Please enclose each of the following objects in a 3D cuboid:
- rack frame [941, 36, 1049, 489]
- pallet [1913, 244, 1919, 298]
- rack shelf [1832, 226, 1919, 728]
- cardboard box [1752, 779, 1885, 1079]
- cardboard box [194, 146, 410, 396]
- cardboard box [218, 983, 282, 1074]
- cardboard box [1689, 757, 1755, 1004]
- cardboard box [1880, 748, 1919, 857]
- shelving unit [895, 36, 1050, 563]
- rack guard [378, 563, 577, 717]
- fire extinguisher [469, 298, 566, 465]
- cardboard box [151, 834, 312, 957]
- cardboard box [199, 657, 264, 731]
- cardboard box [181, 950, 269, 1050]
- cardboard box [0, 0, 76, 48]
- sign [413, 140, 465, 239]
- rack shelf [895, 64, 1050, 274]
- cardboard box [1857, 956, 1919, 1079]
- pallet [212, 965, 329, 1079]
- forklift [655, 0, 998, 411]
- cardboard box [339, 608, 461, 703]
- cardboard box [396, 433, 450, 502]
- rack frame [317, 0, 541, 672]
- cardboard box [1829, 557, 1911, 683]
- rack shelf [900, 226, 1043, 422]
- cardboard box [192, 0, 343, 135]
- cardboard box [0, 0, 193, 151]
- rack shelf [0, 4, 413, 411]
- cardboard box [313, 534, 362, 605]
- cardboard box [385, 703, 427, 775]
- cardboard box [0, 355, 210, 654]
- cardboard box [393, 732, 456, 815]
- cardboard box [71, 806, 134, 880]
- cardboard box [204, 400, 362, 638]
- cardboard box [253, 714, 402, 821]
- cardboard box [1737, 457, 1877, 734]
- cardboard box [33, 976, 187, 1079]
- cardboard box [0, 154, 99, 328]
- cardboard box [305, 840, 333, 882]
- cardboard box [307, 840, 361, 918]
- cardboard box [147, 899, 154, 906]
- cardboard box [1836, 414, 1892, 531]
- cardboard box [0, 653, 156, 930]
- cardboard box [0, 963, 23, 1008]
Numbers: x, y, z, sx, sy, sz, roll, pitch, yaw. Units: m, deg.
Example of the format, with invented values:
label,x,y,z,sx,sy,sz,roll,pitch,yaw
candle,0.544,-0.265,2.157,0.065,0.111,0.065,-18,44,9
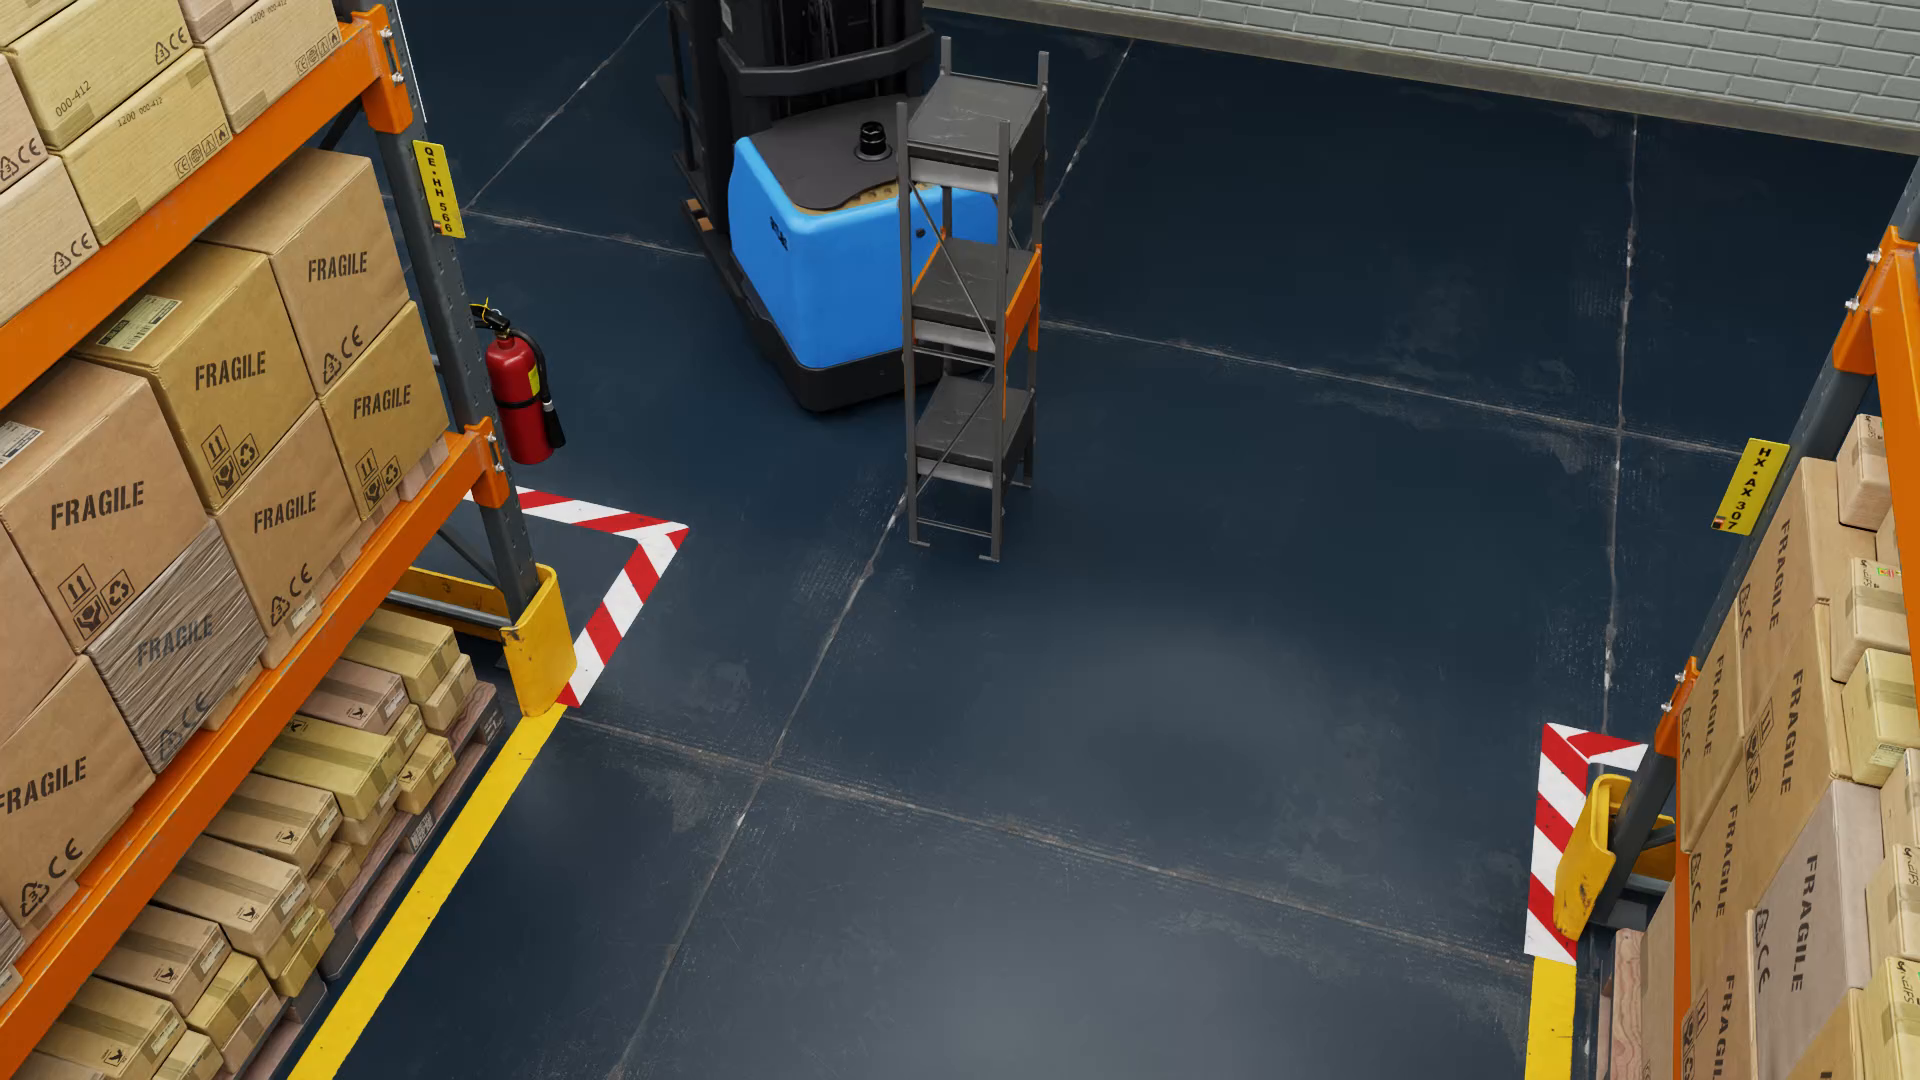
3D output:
label,x,y,z,sx,sy,sz,roll,pitch,yaw
rack frame,0.124,-1.023,6.694,0.400,2.100,0.015,13,46,13
pallet,2.436,-0.225,3.153,1.003,0.211,1.213,13,46,13
rack shelf,2.045,0.837,2.519,1.077,0.370,4.000,13,46,13
cardboard box,1.935,0.876,3.323,0.500,0.500,0.500,12,46,12
cardboard box,-1.999,-0.804,4.827,0.500,0.500,0.500,12,46,12
cardboard box,-2.384,1.481,5.229,0.380,0.149,0.250,13,46,13
cardboard box,2.105,0.885,4.028,0.500,0.500,0.500,12,46,12
cardboard box,1.988,0.576,3.165,0.380,0.149,0.250,13,46,13
shelving unit,0.050,-0.861,6.527,0.431,2.100,0.503,13,46,13
rack guard,-2.121,0.282,6.503,1.175,0.500,0.348,13,46,13
fire extinguisher,-1.582,-0.571,5.910,0.296,0.674,0.183,13,46,13
cardboard box,-2.272,1.106,5.187,0.380,0.149,0.250,14,46,14
cardboard box,-2.263,0.377,4.798,0.380,0.149,0.250,11,45,11
cardboard box,-2.381,1.374,5.125,0.380,0.149,0.250,15,46,15
cardboard box,-2.140,-1.204,3.555,0.380,0.149,0.250,13,46,13
sign,-1.575,-1.058,5.032,0.100,0.325,0.005,13,46,13
rack shelf,0.050,-1.351,6.047,0.431,0.518,0.480,13,46,13
cardboard box,1.769,0.897,2.838,0.380,0.149,0.250,12,46,12
pallet,-2.772,1.730,5.230,1.003,0.211,1.213,13,46,13
forklift,-0.831,-2.681,7.793,1.130,2.935,3.031,-17,47,-17
cardboard box,-2.016,0.401,5.908,0.380,0.149,0.250,13,46,13
cardboard box,-1.927,-0.295,5.486,0.380,0.149,0.250,13,46,13
rack frame,-2.098,-0.662,5.681,1.000,3.000,0.127,13,46,13
cardboard box,2.080,0.211,3.539,0.380,0.149,0.250,14,46,14
rack shelf,0.050,-0.851,6.537,0.431,0.518,0.480,13,46,13
cardboard box,-1.983,-1.321,4.317,0.500,0.250,0.500,12,46,12
cardboard box,-2.148,-1.157,3.792,0.500,0.250,0.500,11,46,11
rack shelf,-2.703,-0.144,3.521,1.077,0.370,4.000,13,46,13
cardboard box,-2.100,0.033,5.150,0.380,0.149,0.250,12,46,12
cardboard box,-2.116,0.675,5.839,0.380,0.149,0.250,12,46,12
cardboard box,-2.302,-0.118,4.125,0.500,0.500,0.500,15,46,15
cardboard box,-2.040,0.795,5.930,0.380,0.149,0.250,14,46,14
cardboard box,-2.466,0.725,4.443,0.380,0.149,0.250,13,46,13
cardboard box,-2.149,-0.108,4.830,0.500,0.500,0.500,12,46,12
cardboard box,-2.105,0.755,5.545,0.380,0.149,0.250,12,46,12
cardboard box,2.234,0.185,4.028,0.500,0.500,0.500,12,46,12
cardboard box,-2.510,1.438,4.847,0.380,0.149,0.250,13,46,13
cardboard box,-2.294,-0.652,3.633,0.500,0.250,0.500,14,46,14
cardboard box,-2.321,1.017,5.491,0.380,0.149,0.250,12,46,12
cardboard box,-2.264,1.120,5.598,0.380,0.149,0.250,13,46,13
cardboard box,-2.798,1.093,5.413,0.380,0.149,0.250,11,45,11
cardboard box,2.279,-0.128,3.885,0.380,0.149,0.250,13,46,13
cardboard box,-2.455,0.562,4.146,0.500,0.500,0.500,15,46,15
cardboard box,-2.559,1.086,4.074,0.380,0.149,0.250,14,46,14
